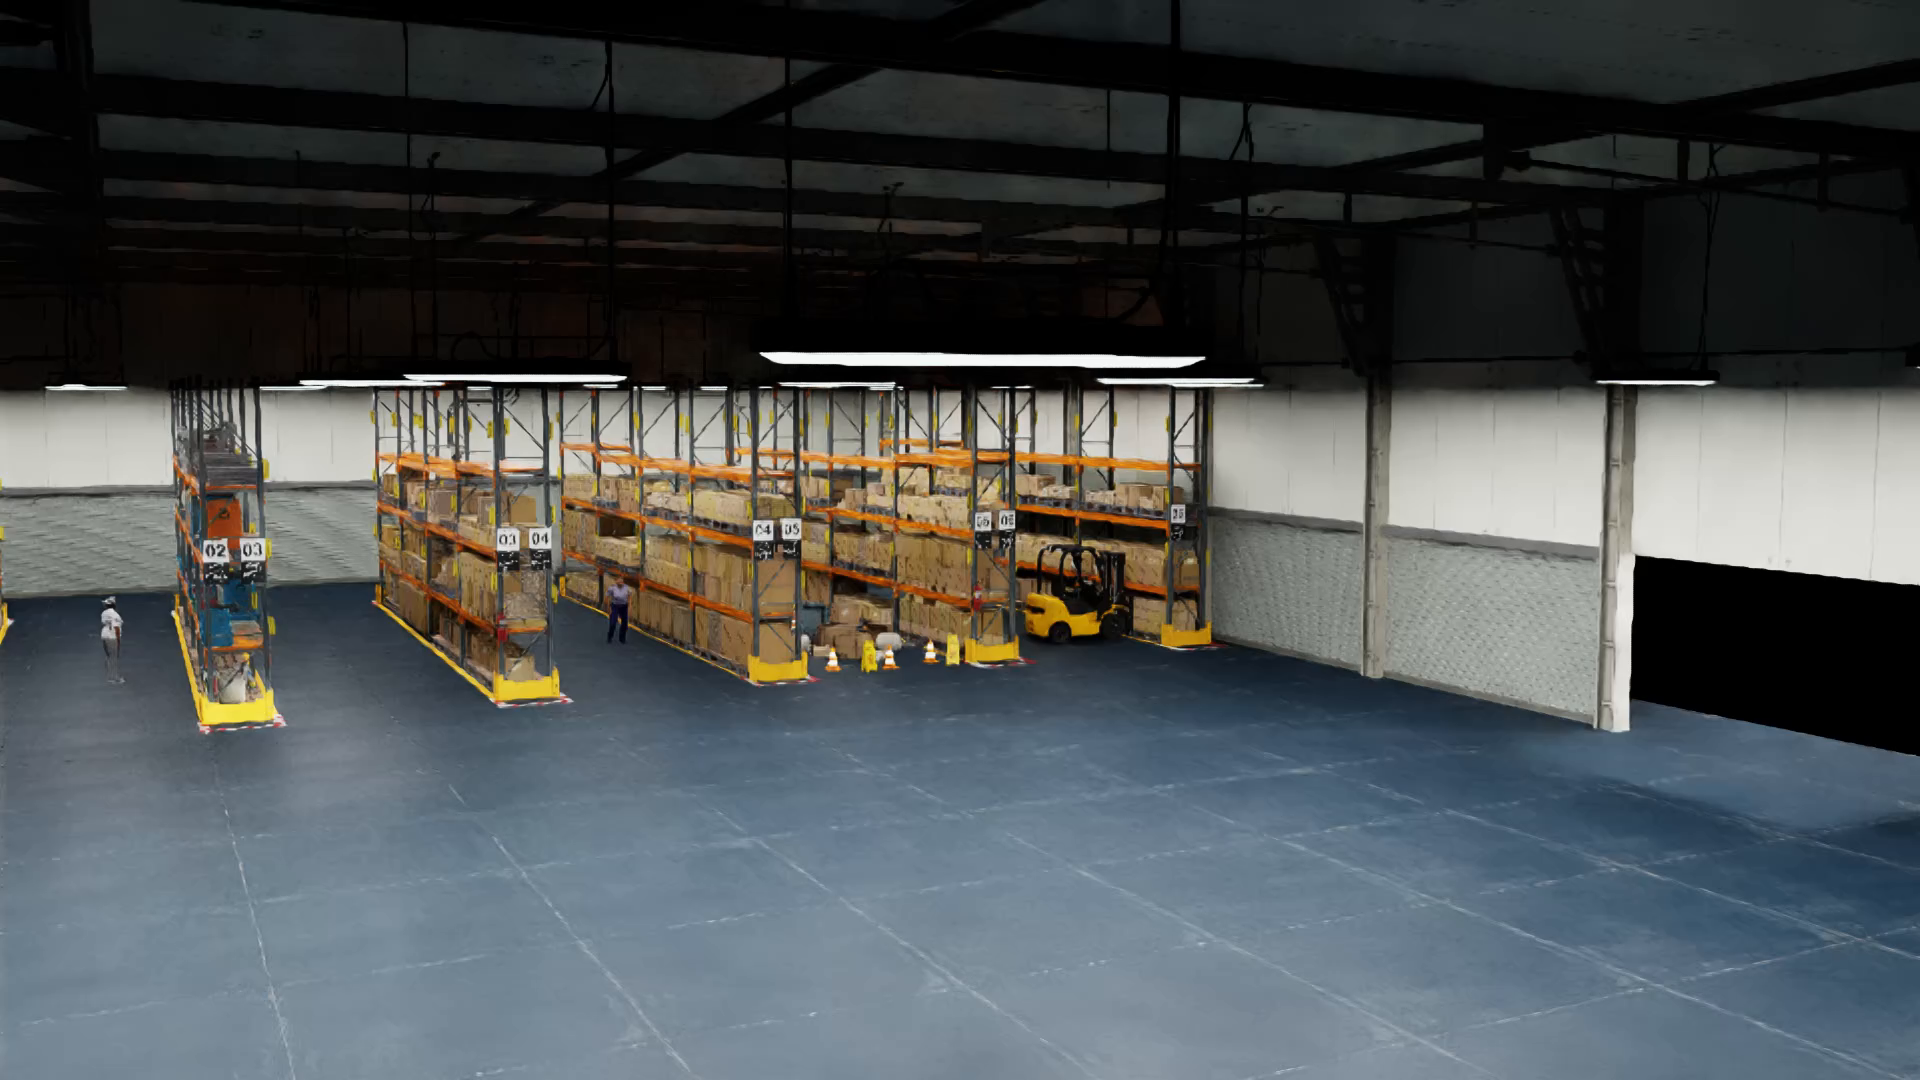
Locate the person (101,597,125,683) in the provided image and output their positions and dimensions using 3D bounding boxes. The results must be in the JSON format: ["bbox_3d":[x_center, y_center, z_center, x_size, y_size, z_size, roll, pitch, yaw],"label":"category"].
[{"bbox_3d":[-16.711,1.959,32.824,0.502,1.677,0.422,3,6,33],"label":"person"}]

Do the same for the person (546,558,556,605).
[{"bbox_3d":[-11.054,1.017,44.366,0.566,1.541,0.519,-3,6,-29],"label":"person"}]

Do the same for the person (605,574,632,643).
[{"bbox_3d":[-7.791,1.564,37.930,0.625,1.596,0.517,-3,6,-29],"label":"person"}]
